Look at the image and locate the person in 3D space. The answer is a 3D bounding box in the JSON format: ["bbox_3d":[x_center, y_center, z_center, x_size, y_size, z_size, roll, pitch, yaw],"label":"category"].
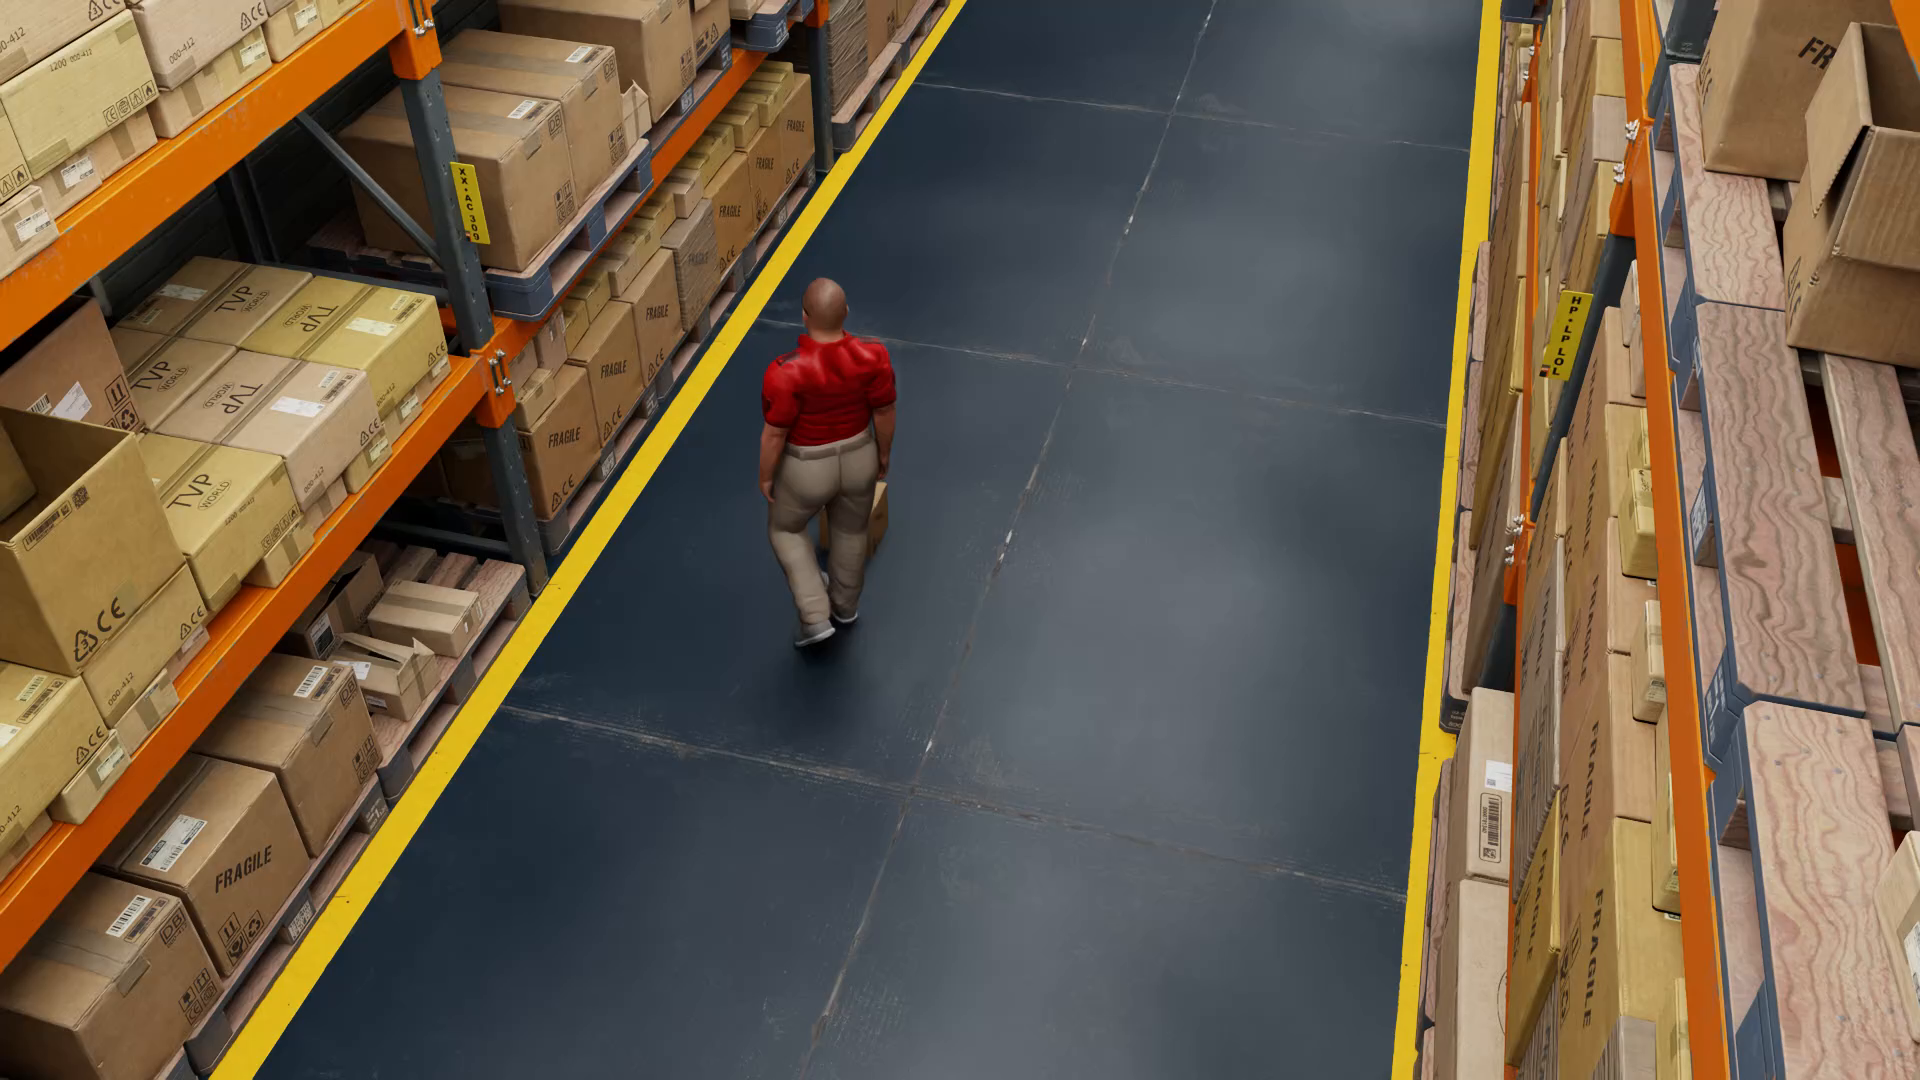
[{"bbox_3d":[-0.537,-0.303,6.688,0.560,1.743,0.530,-17,43,-18],"label":"person"}]
